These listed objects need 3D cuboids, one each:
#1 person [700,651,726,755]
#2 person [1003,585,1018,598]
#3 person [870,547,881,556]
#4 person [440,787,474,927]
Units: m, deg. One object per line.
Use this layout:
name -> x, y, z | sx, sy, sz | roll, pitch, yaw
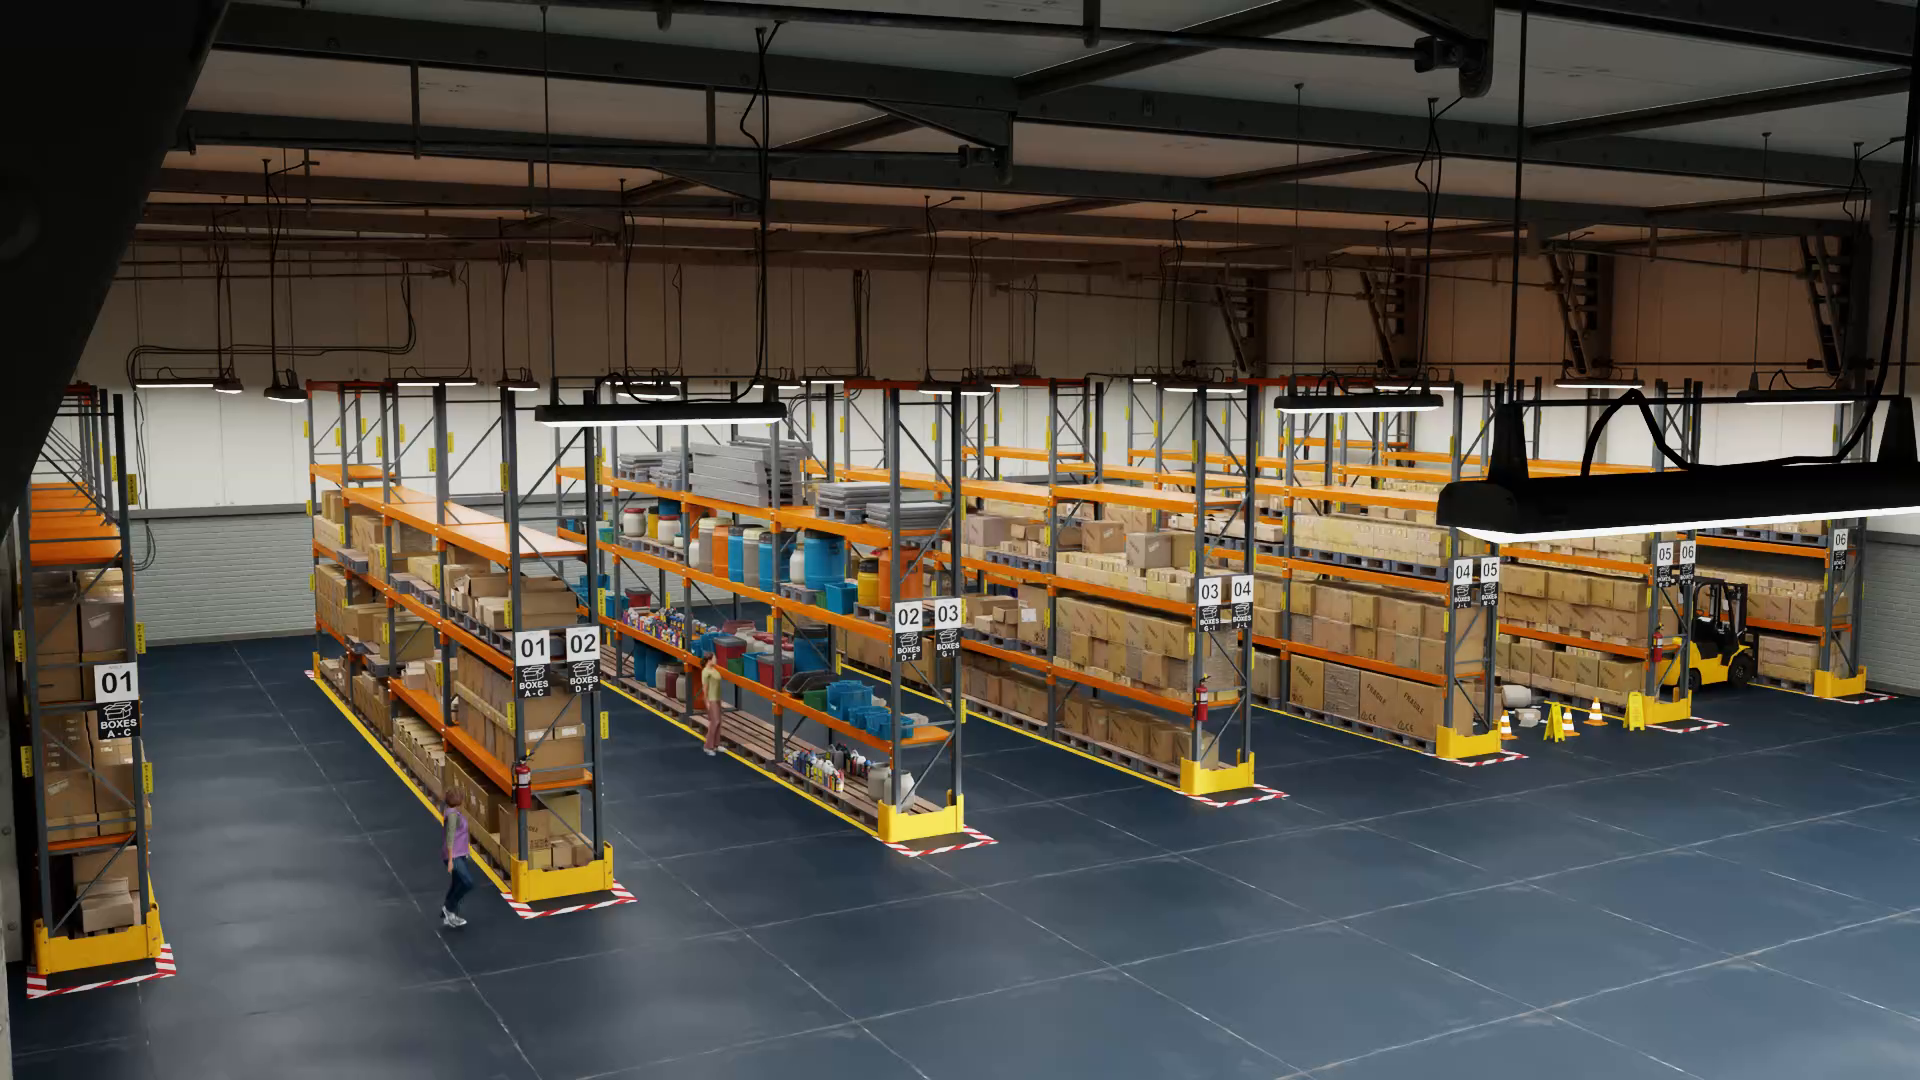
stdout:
person -> -4.031, 2.658, 27.098 | 0.410, 1.726, 0.501 | 1, 6, 14
person -> 1.334, 1.065, 42.036 | 0.565, 1.624, 0.553 | -4, 7, -34
person -> -2.115, 0.919, 43.026 | 0.524, 1.789, 0.514 | 4, 7, 34
person -> -5.634, 3.549, 18.634 | 0.452, 1.591, 0.493 | 1, 6, 7
